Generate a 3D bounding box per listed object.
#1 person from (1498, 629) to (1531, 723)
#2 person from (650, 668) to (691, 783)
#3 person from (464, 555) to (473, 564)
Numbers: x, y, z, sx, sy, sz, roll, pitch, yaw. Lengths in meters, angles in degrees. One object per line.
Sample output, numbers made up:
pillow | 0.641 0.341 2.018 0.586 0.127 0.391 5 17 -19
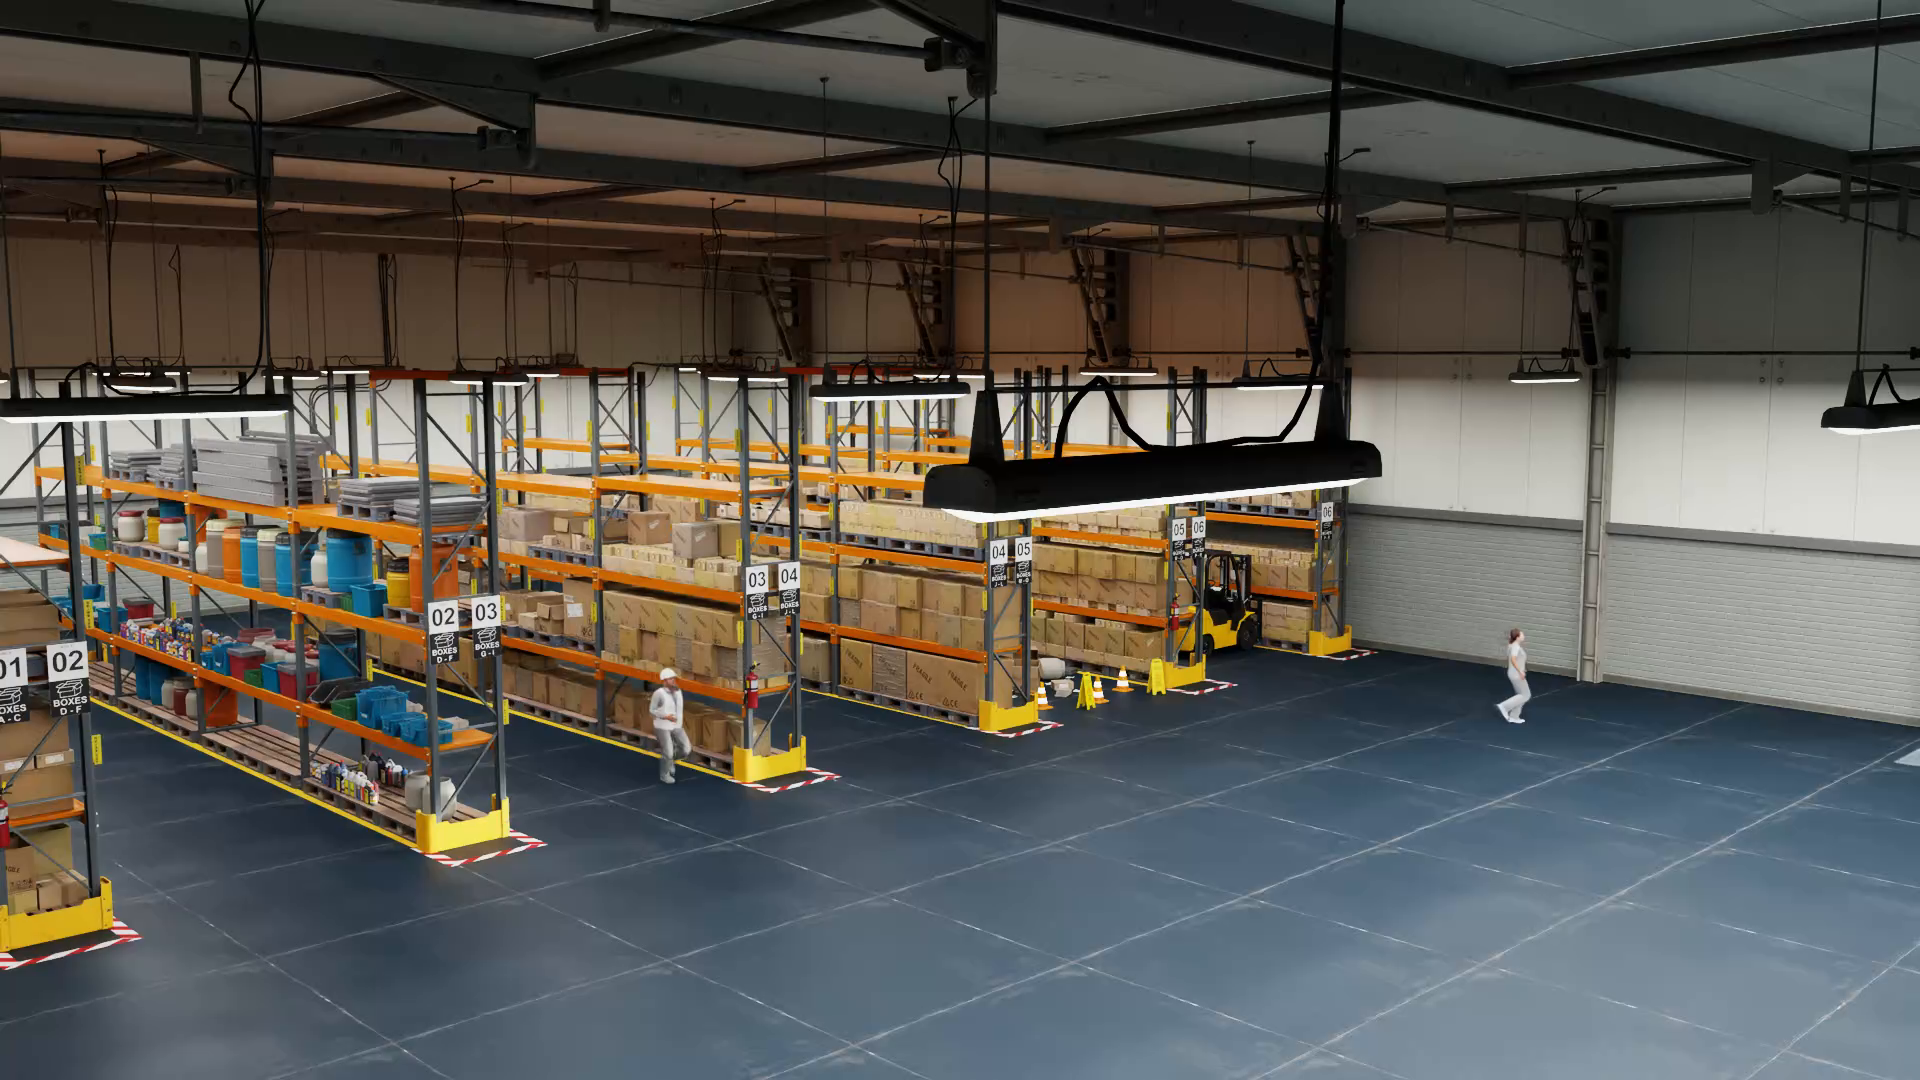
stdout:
person | 9.475 2.322 28.421 0.536 1.634 0.573 1 6 7
person | -4.234 2.728 24.396 0.597 1.716 0.653 6 9 42
person | -11.440 1.124 38.598 0.738 1.749 0.778 -1 7 -13
